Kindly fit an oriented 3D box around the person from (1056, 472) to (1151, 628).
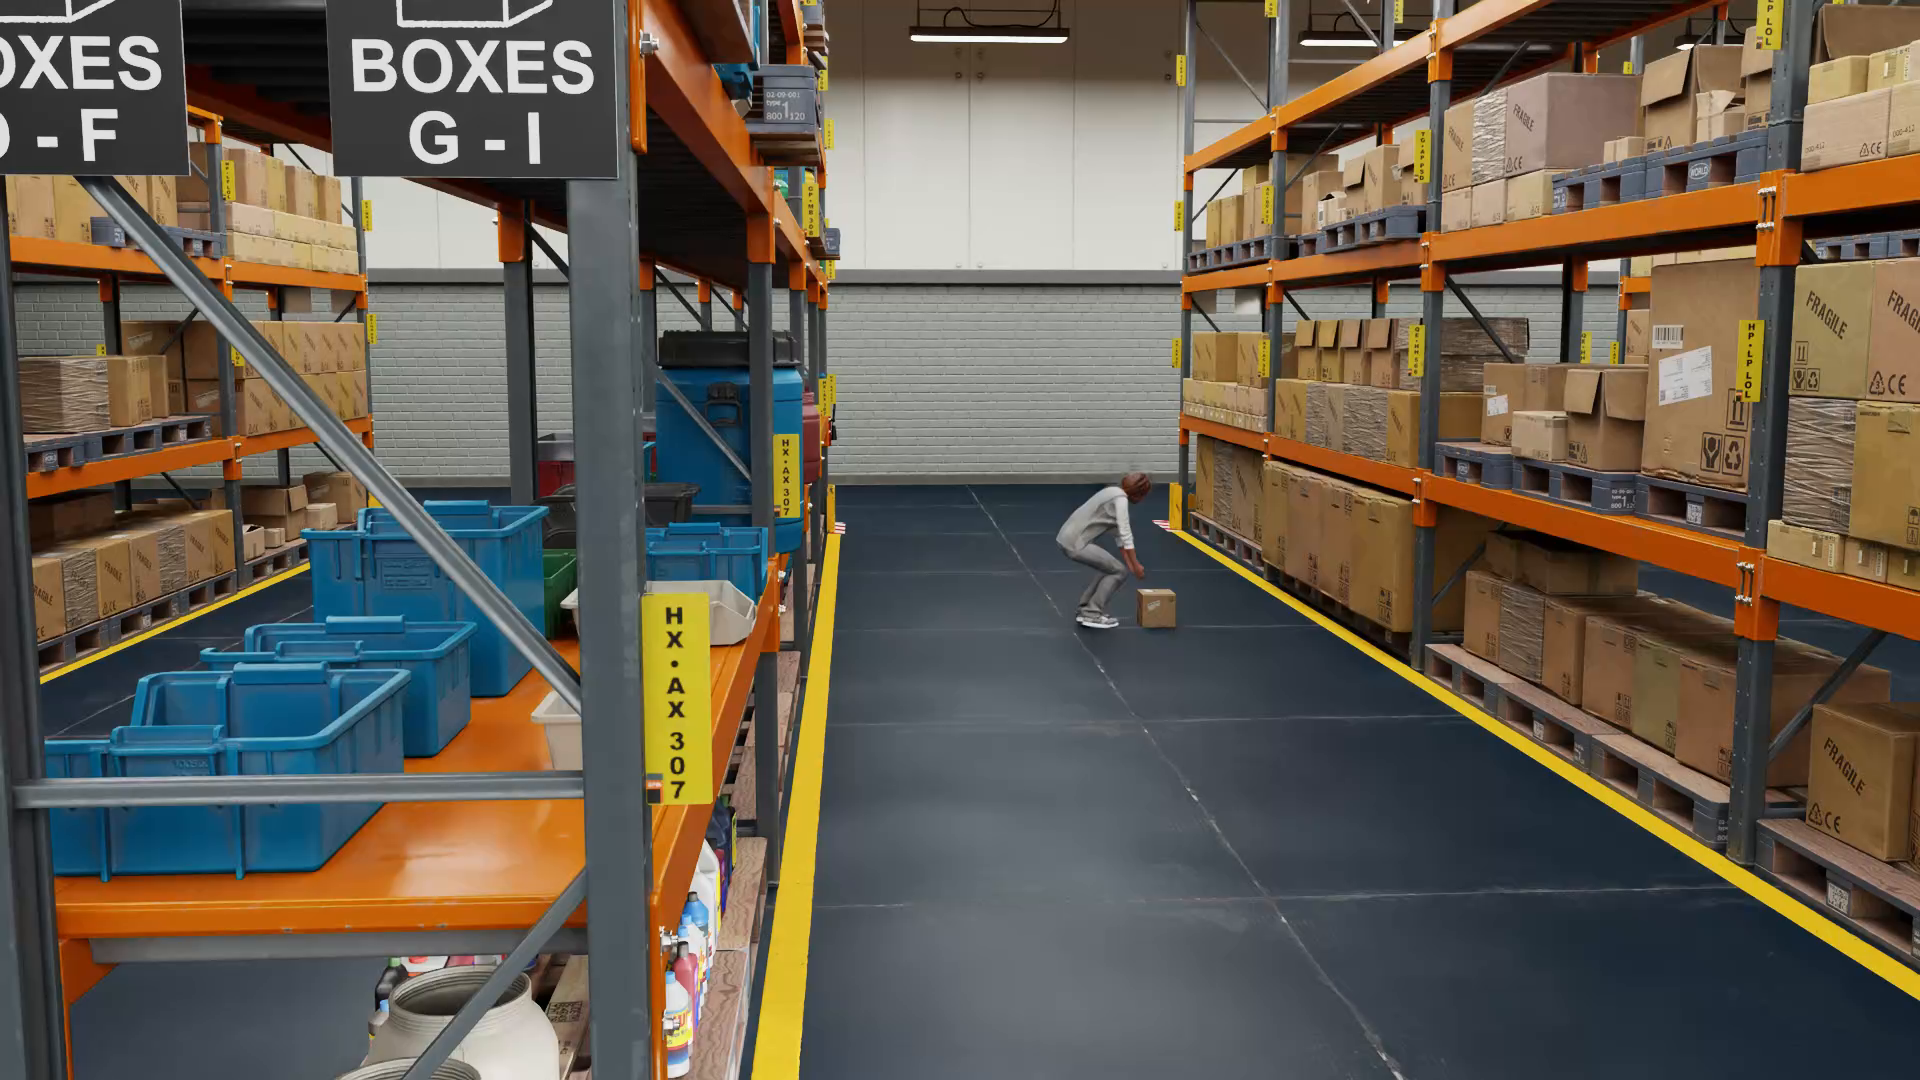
[{"bbox_3d":[1.080,0.074,12.560,0.725,1.143,0.461,0,7,-4],"label":"person"}]
